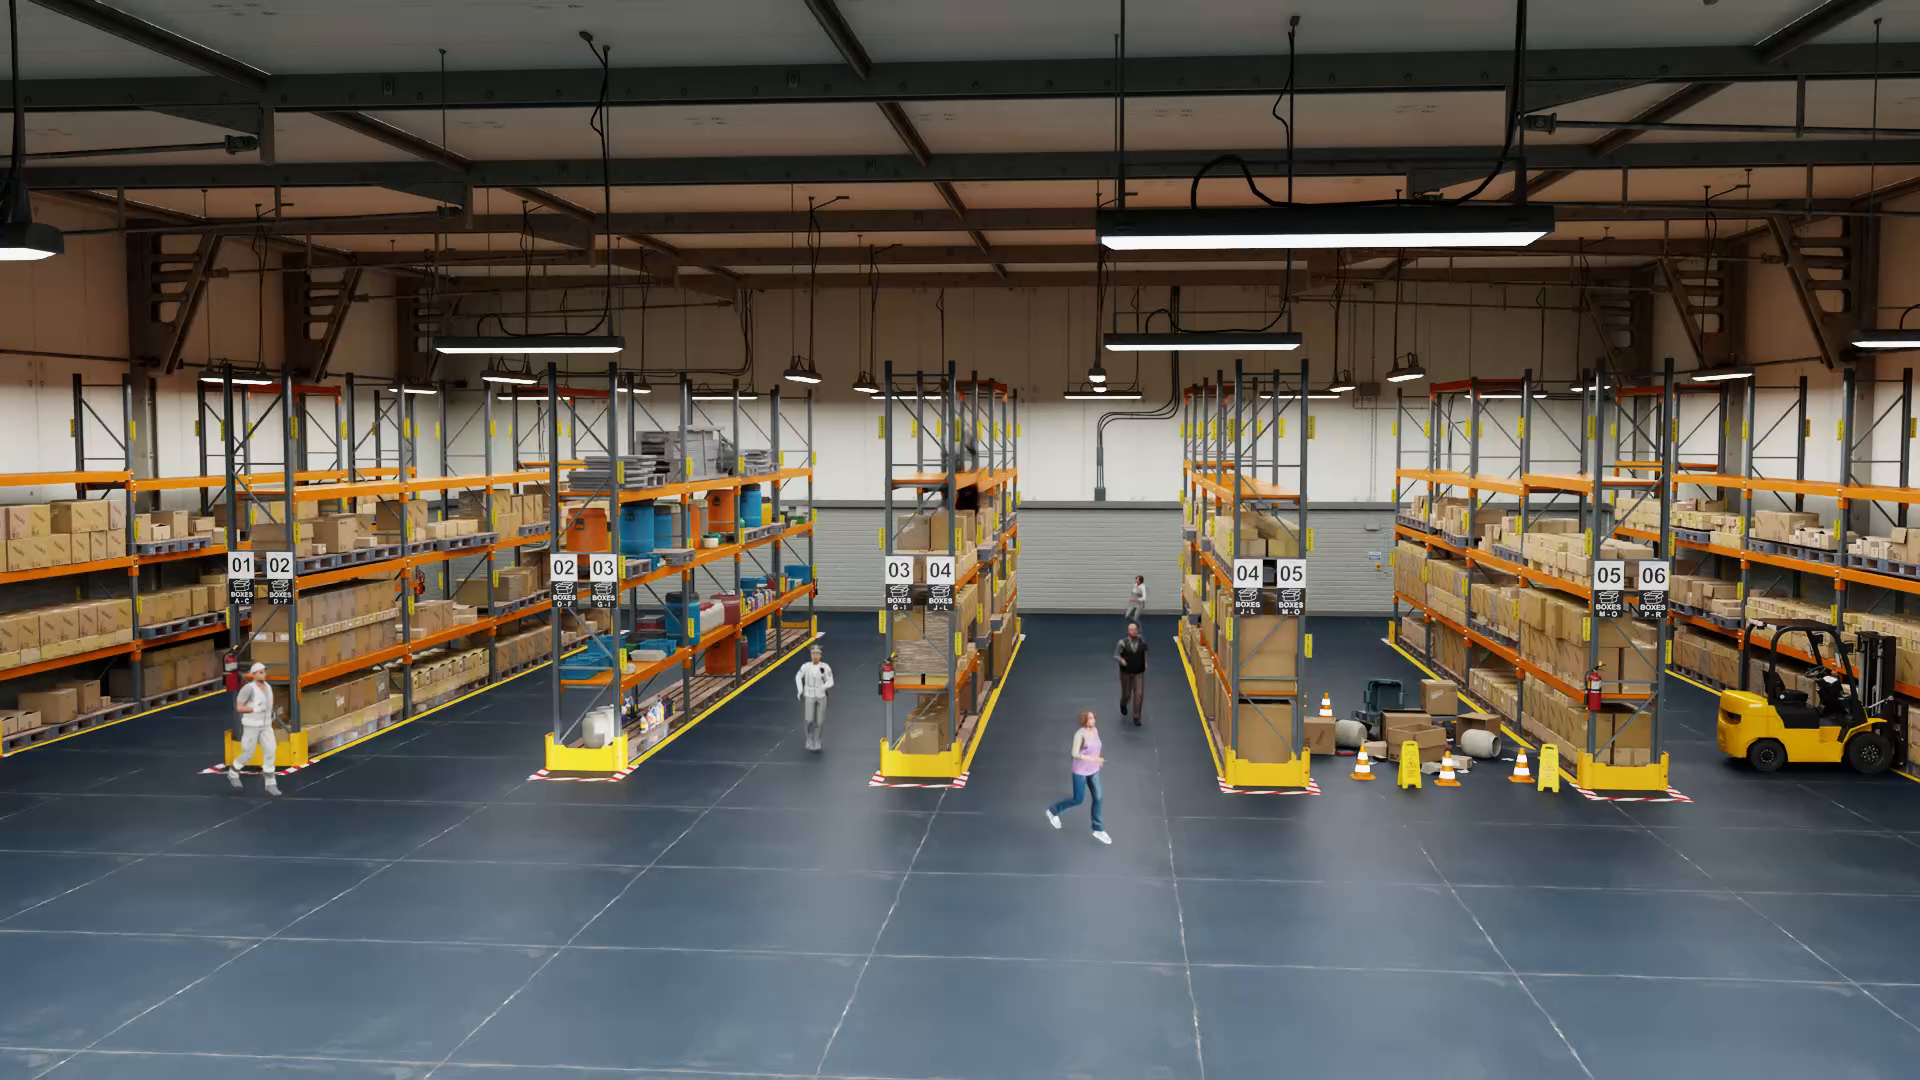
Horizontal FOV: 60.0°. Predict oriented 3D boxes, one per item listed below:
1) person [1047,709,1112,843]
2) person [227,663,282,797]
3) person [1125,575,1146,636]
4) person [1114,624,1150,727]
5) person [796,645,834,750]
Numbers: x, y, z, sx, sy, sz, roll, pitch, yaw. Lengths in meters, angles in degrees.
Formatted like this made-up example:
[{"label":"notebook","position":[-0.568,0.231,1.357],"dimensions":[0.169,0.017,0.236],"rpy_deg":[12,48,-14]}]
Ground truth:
[{"label":"person","position":[1.500,2.864,20.408],"dimensions":[0.882,1.603,0.550],"rpy_deg":[4,5,43]},{"label":"person","position":[-9.687,2.593,22.920],"dimensions":[0.943,1.814,0.658],"rpy_deg":[2,4,27]},{"label":"person","position":[4.279,1.591,40.124],"dimensions":[0.558,1.525,0.599],"rpy_deg":[-3,5,-42]},{"label":"person","position":[2.941,2.274,28.451],"dimensions":[0.646,1.712,0.927],"rpy_deg":[0,4,-4]},{"label":"person","position":[-2.256,2.456,25.856],"dimensions":[0.593,1.660,0.616],"rpy_deg":[0,4,-5]}]
